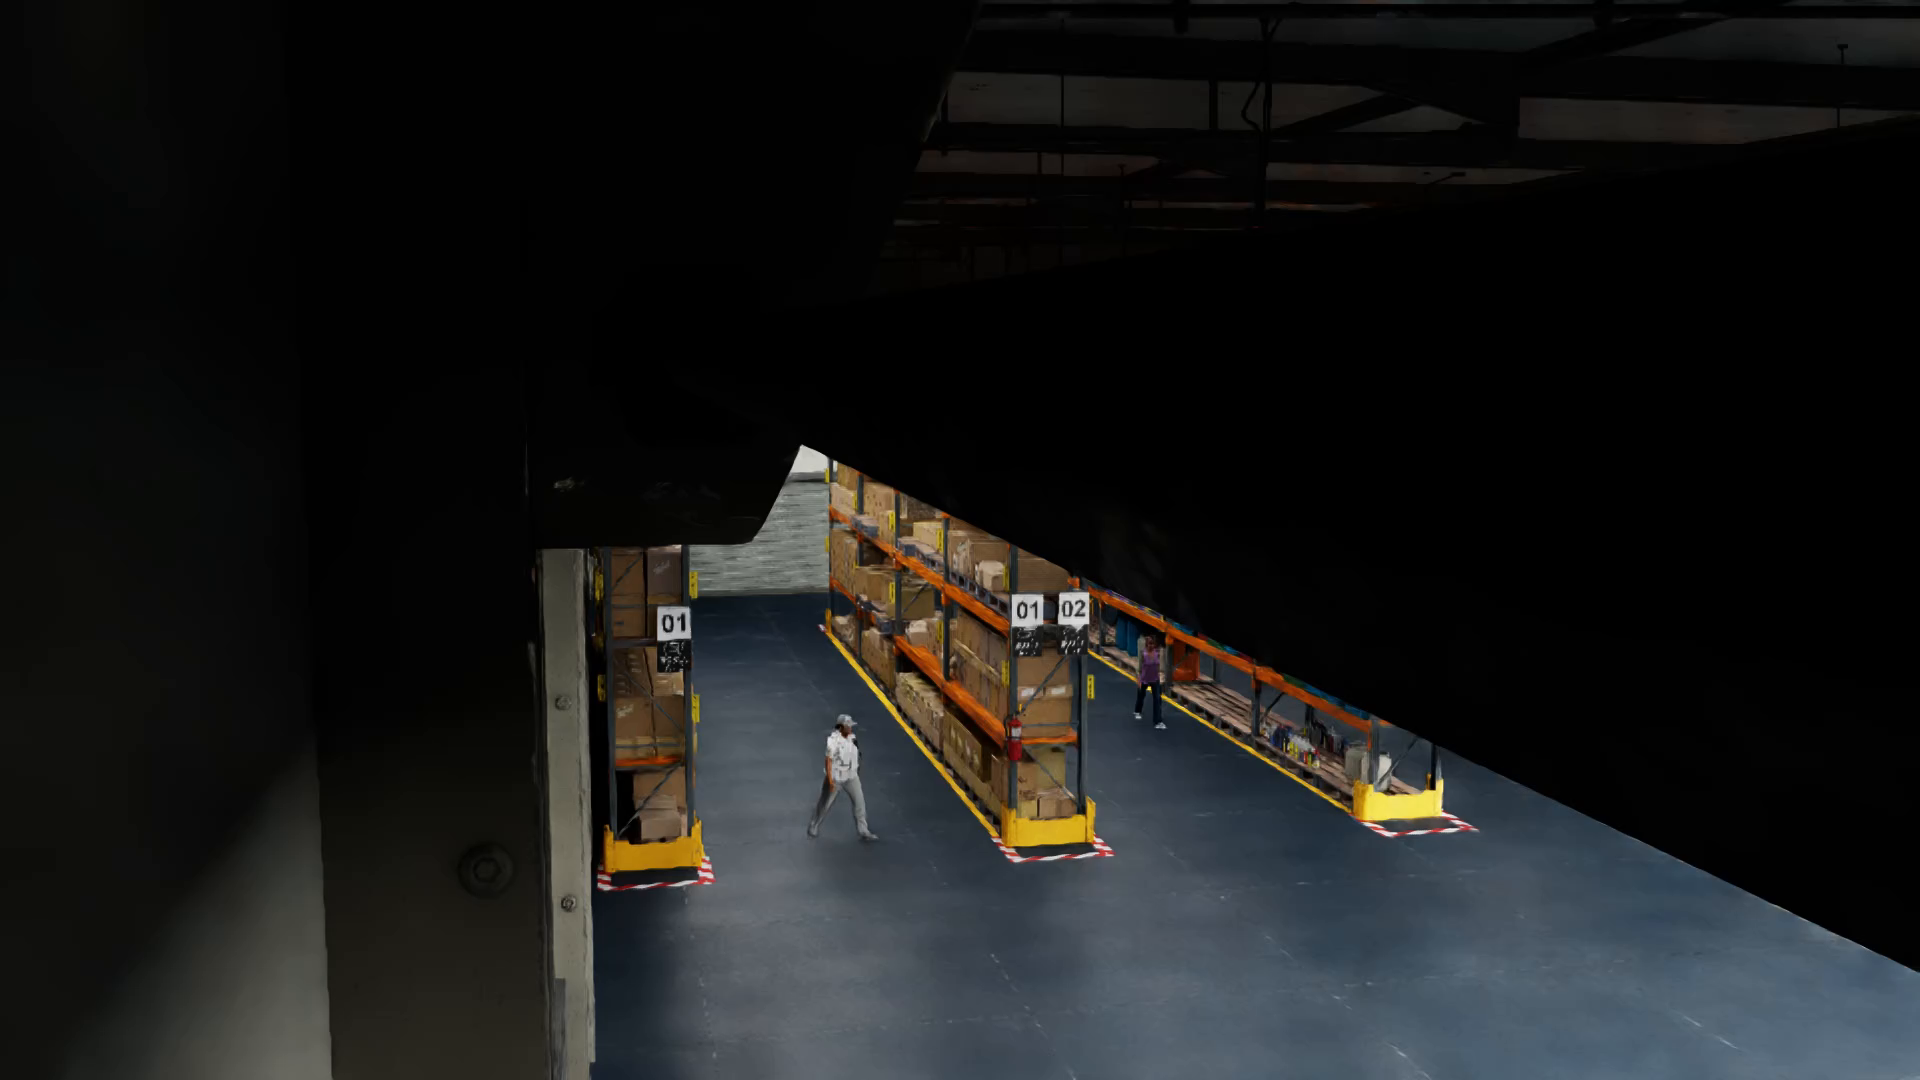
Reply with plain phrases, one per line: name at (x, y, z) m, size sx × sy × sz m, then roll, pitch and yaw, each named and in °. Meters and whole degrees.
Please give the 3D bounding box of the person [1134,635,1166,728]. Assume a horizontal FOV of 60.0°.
person at (3.110, 2.305, 27.496) m, size 0.417 × 1.517 × 1.037 m, roll -1°, pitch 7°, yaw -10°

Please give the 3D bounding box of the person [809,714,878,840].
person at (-1.525, 3.010, 21.193) m, size 0.587 × 1.626 × 0.911 m, roll -6°, pitch 9°, yaw -39°
